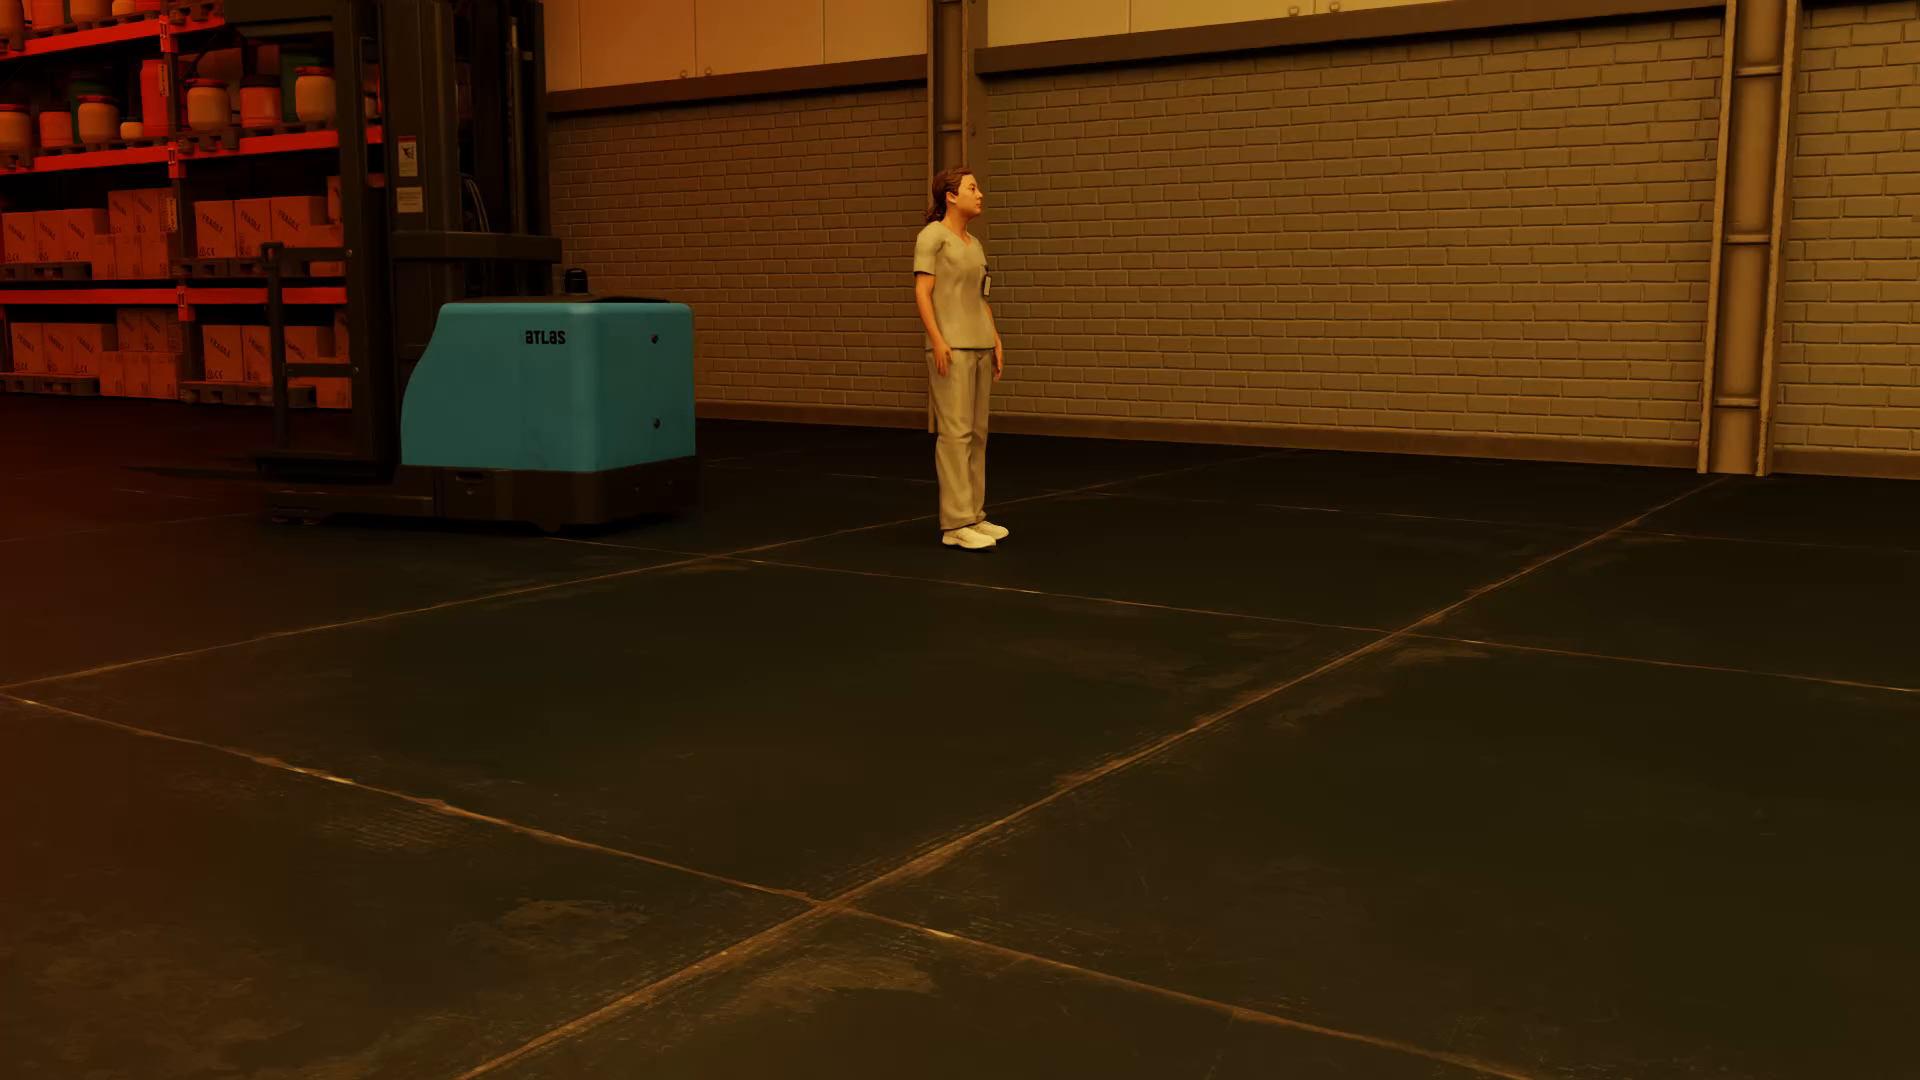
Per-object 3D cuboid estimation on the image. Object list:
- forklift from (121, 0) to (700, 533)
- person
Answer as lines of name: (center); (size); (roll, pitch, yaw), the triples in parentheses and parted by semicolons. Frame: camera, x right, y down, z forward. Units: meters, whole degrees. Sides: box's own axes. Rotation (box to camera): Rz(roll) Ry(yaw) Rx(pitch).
forklift: (-2.895, -1.589, 8.370); (3.031, 2.935, 1.130); (3, 9, 21)
person: (0.054, -0.824, 7.433); (0.548, 1.663, 0.549); (5, 10, 34)
